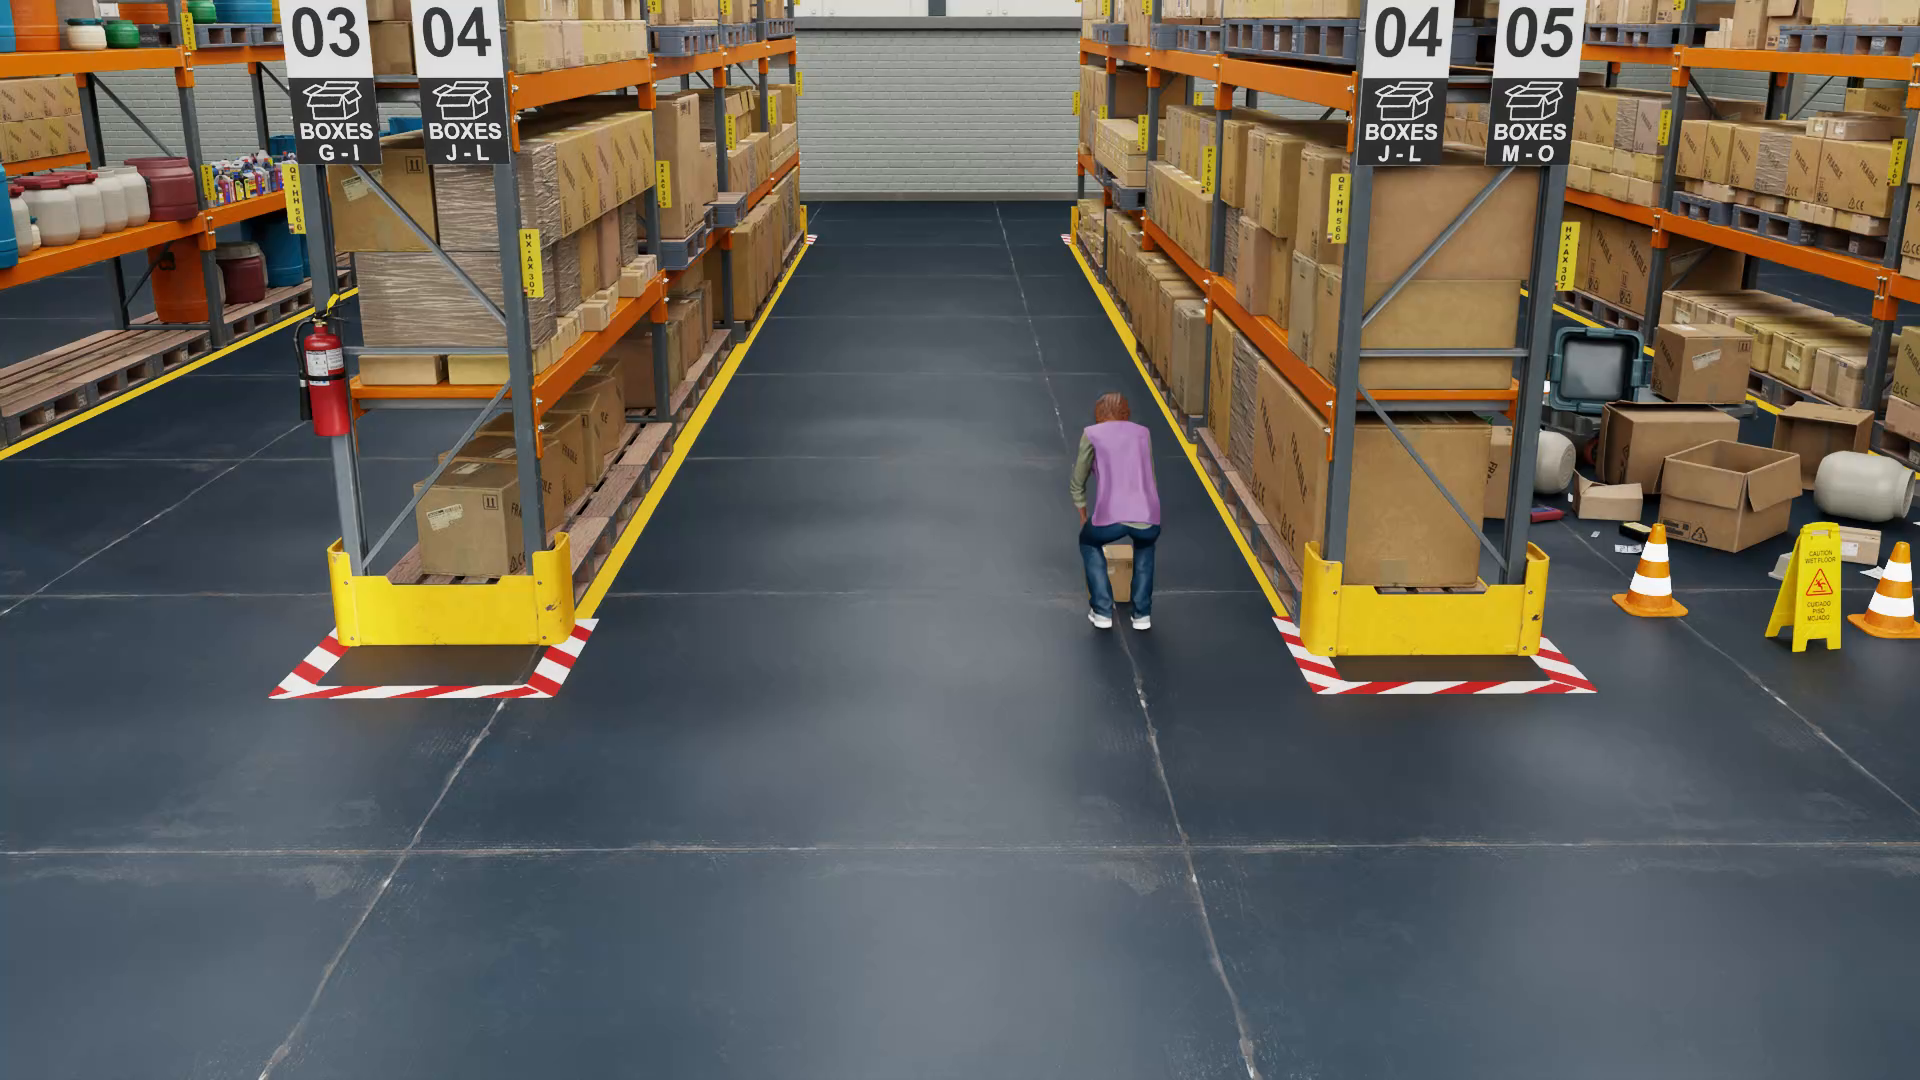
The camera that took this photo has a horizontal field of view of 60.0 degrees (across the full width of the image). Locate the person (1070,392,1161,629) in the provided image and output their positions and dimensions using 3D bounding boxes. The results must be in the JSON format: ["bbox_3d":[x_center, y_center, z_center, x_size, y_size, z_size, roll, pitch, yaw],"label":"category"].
[{"bbox_3d":[0.812,-0.128,8.691,0.463,1.171,0.714,0,17,-1],"label":"person"}]
